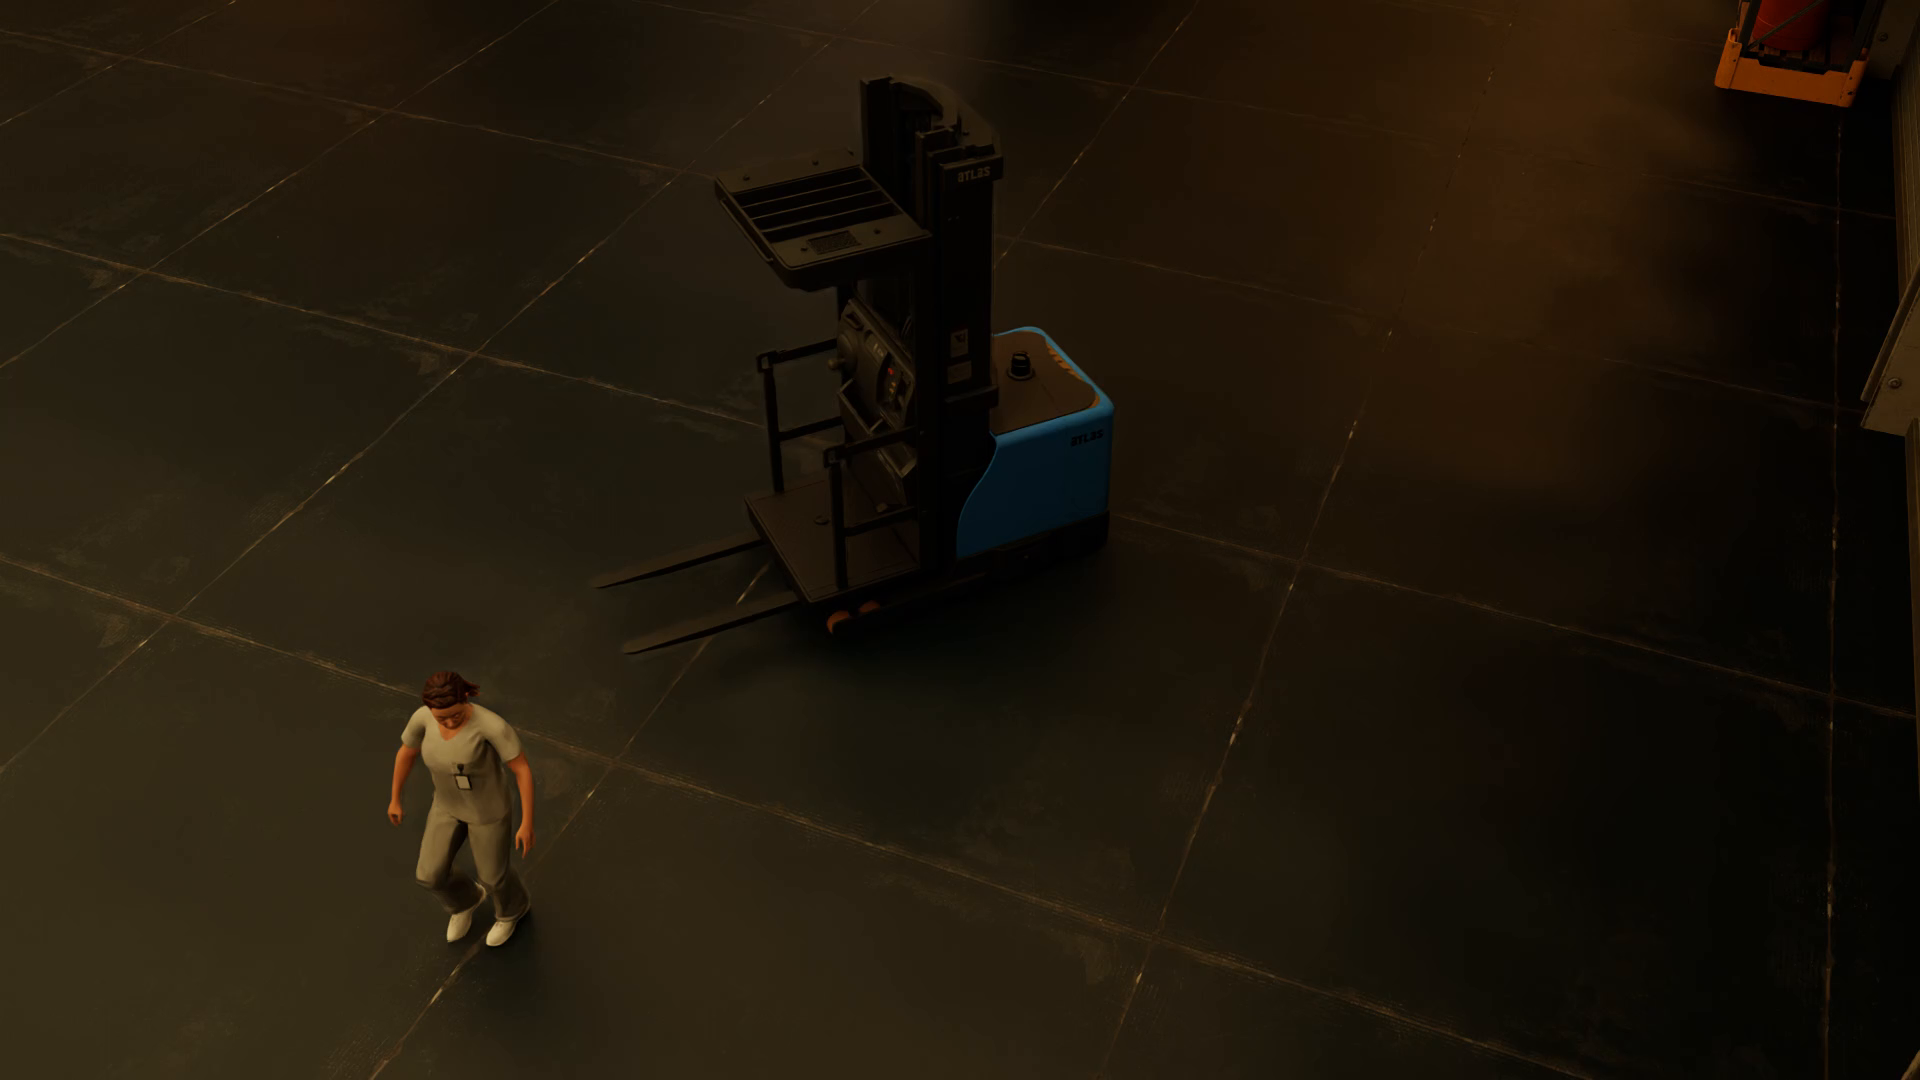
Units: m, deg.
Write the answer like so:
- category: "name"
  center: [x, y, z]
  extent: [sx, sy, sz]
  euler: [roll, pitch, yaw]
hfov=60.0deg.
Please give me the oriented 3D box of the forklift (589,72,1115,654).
- category: "forklift"
  center: [-0.646, -0.942, 9.131]
  extent: [3.031, 2.935, 1.130]
  euler: [-17, 43, -20]

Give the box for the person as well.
- category: "person"
  center: [-2.197, 1.249, 7.532]
  extent: [0.760, 1.678, 0.481]
  euler: [12, 41, 14]
